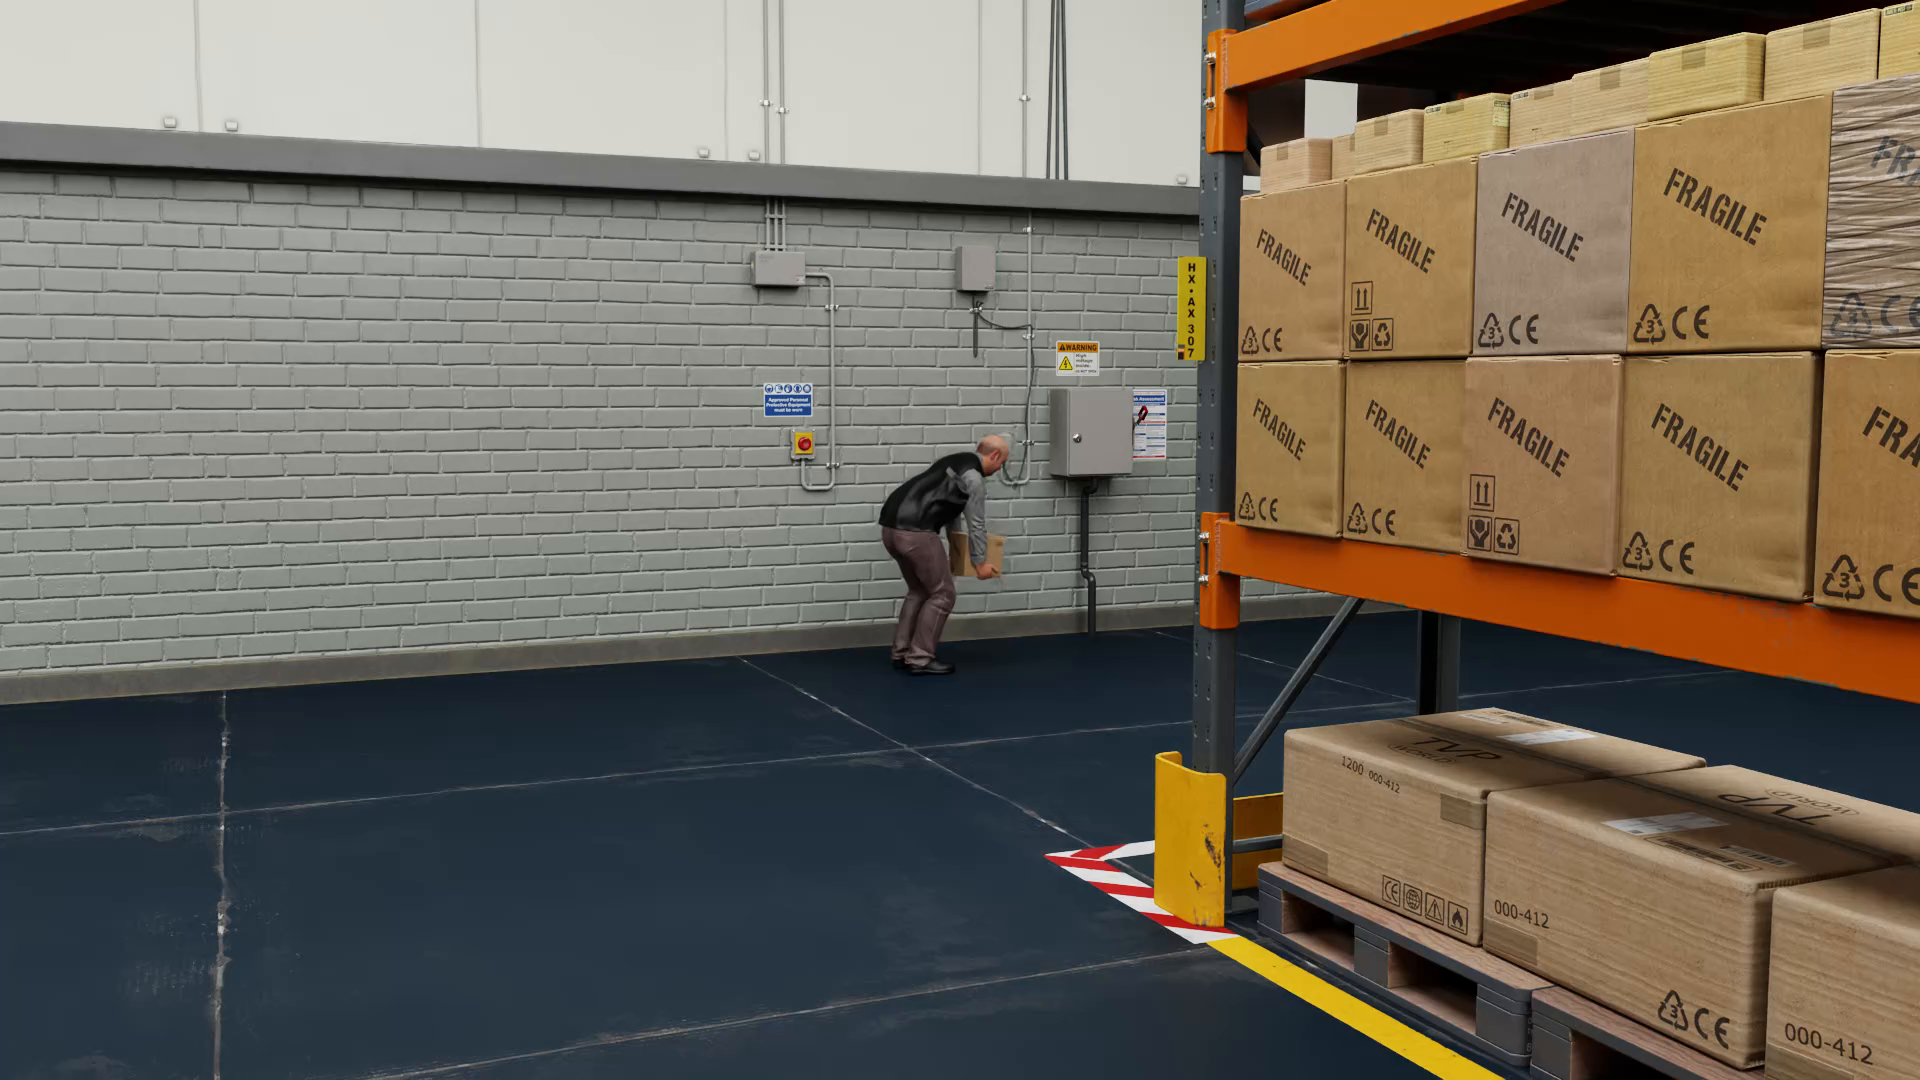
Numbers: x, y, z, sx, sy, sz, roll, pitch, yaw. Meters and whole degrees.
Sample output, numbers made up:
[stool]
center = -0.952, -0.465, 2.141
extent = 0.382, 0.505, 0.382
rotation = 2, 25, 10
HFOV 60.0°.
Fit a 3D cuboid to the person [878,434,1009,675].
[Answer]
[person]
center = -0.079, 0.076, 10.144
extent = 0.833, 1.433, 0.470
rotation = -3, 6, -25
